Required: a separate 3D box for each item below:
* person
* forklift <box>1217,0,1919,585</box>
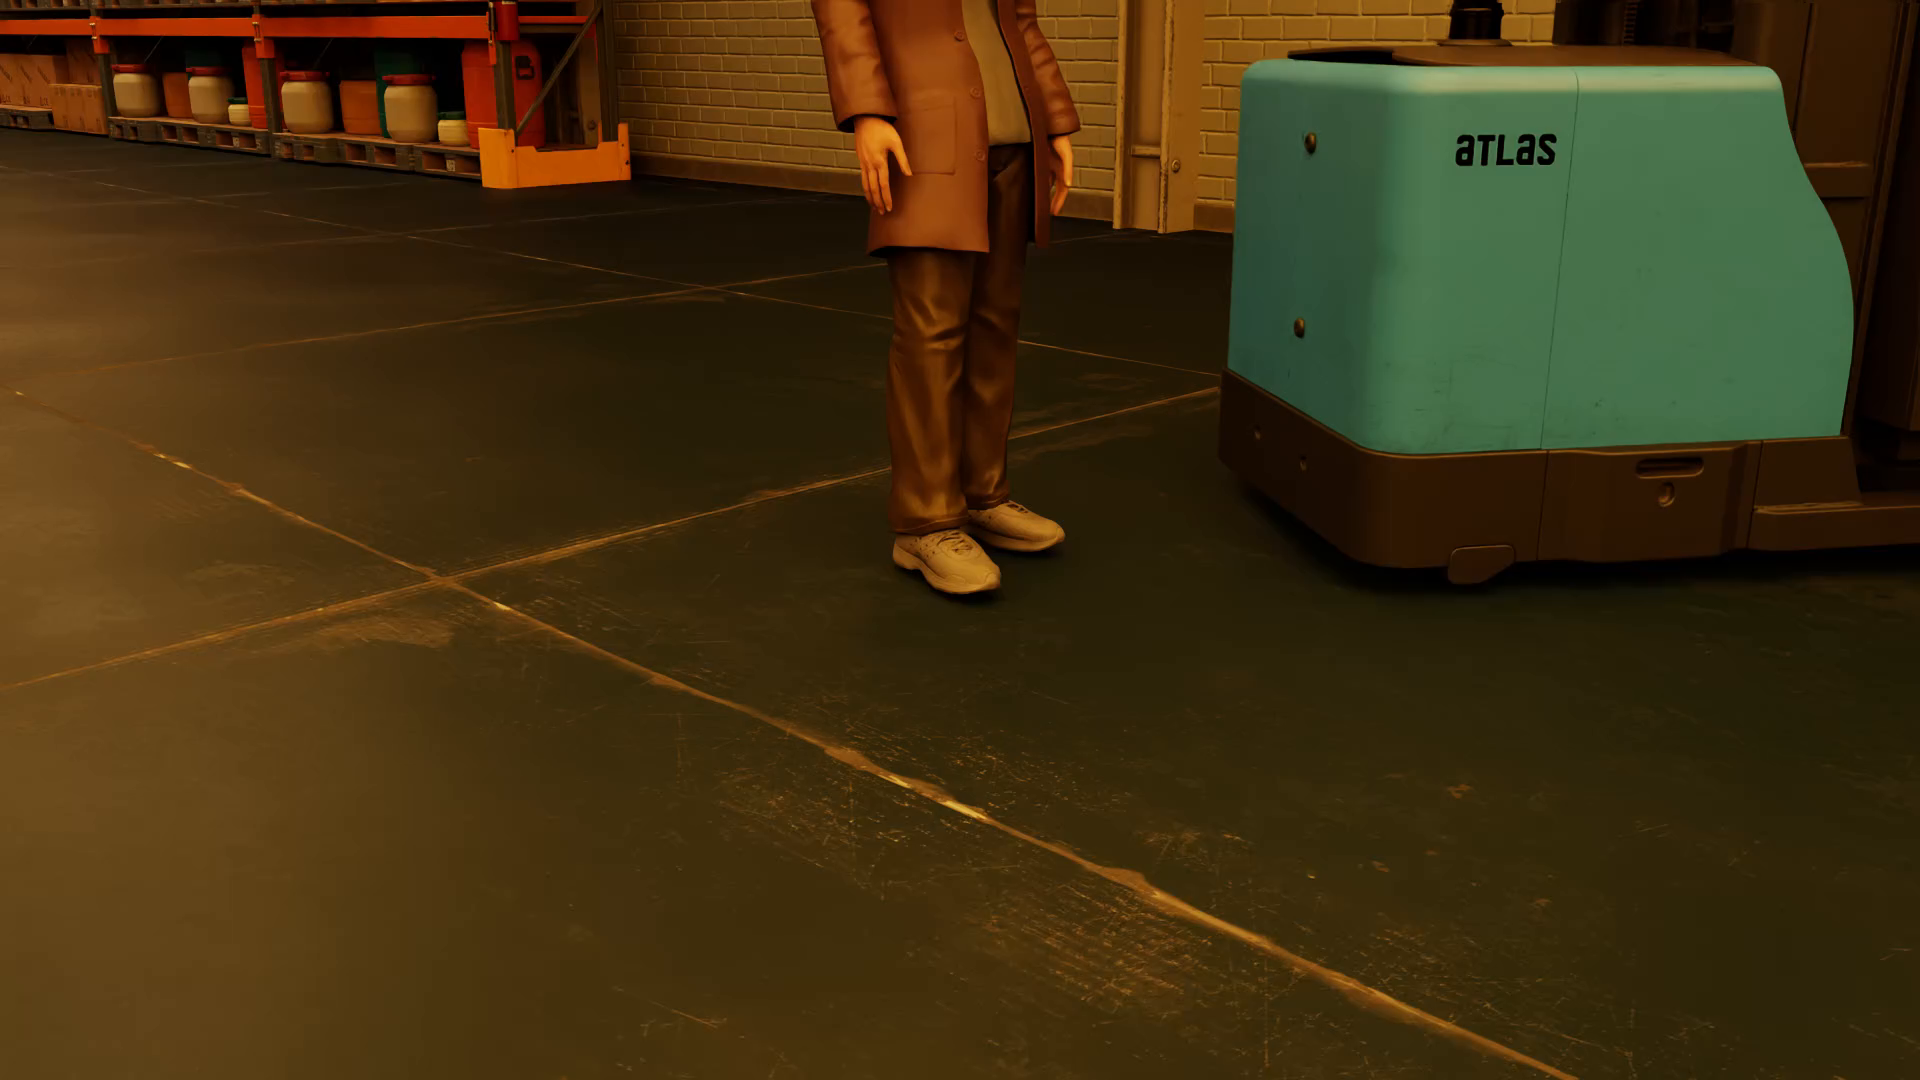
[{"bbox_3d":[0.061,-0.837,3.566,0.582,1.776,0.696,16,23,42],"label":"person"},{"bbox_3d":[2.239,-1.497,3.776,3.031,2.935,1.130,-3,17,-10],"label":"forklift"}]
